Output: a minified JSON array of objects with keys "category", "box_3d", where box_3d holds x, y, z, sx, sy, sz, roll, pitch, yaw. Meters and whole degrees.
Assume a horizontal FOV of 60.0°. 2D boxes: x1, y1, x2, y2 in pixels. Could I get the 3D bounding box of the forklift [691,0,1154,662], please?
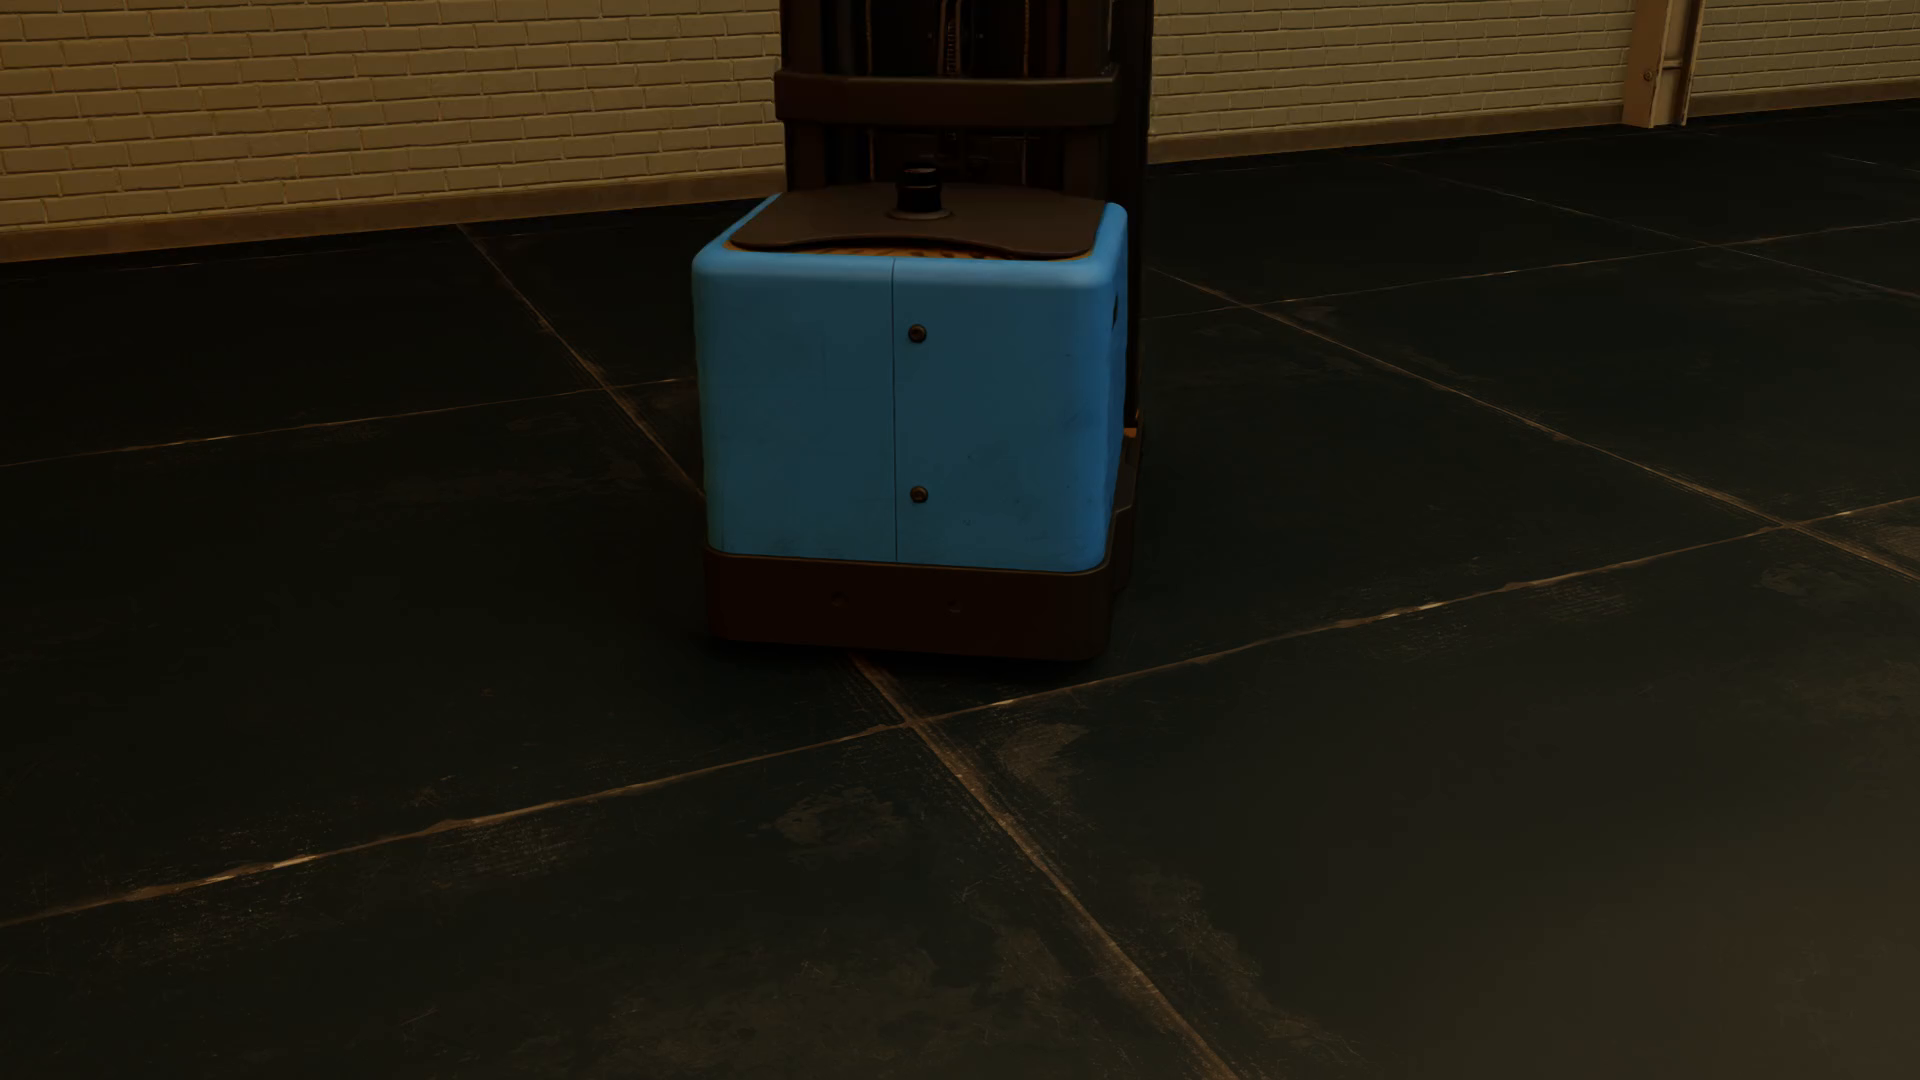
[{"category":"forklift","box_3d":[0.052,-1.578,5.085,1.130,2.935,3.031,3,23,7]}]
